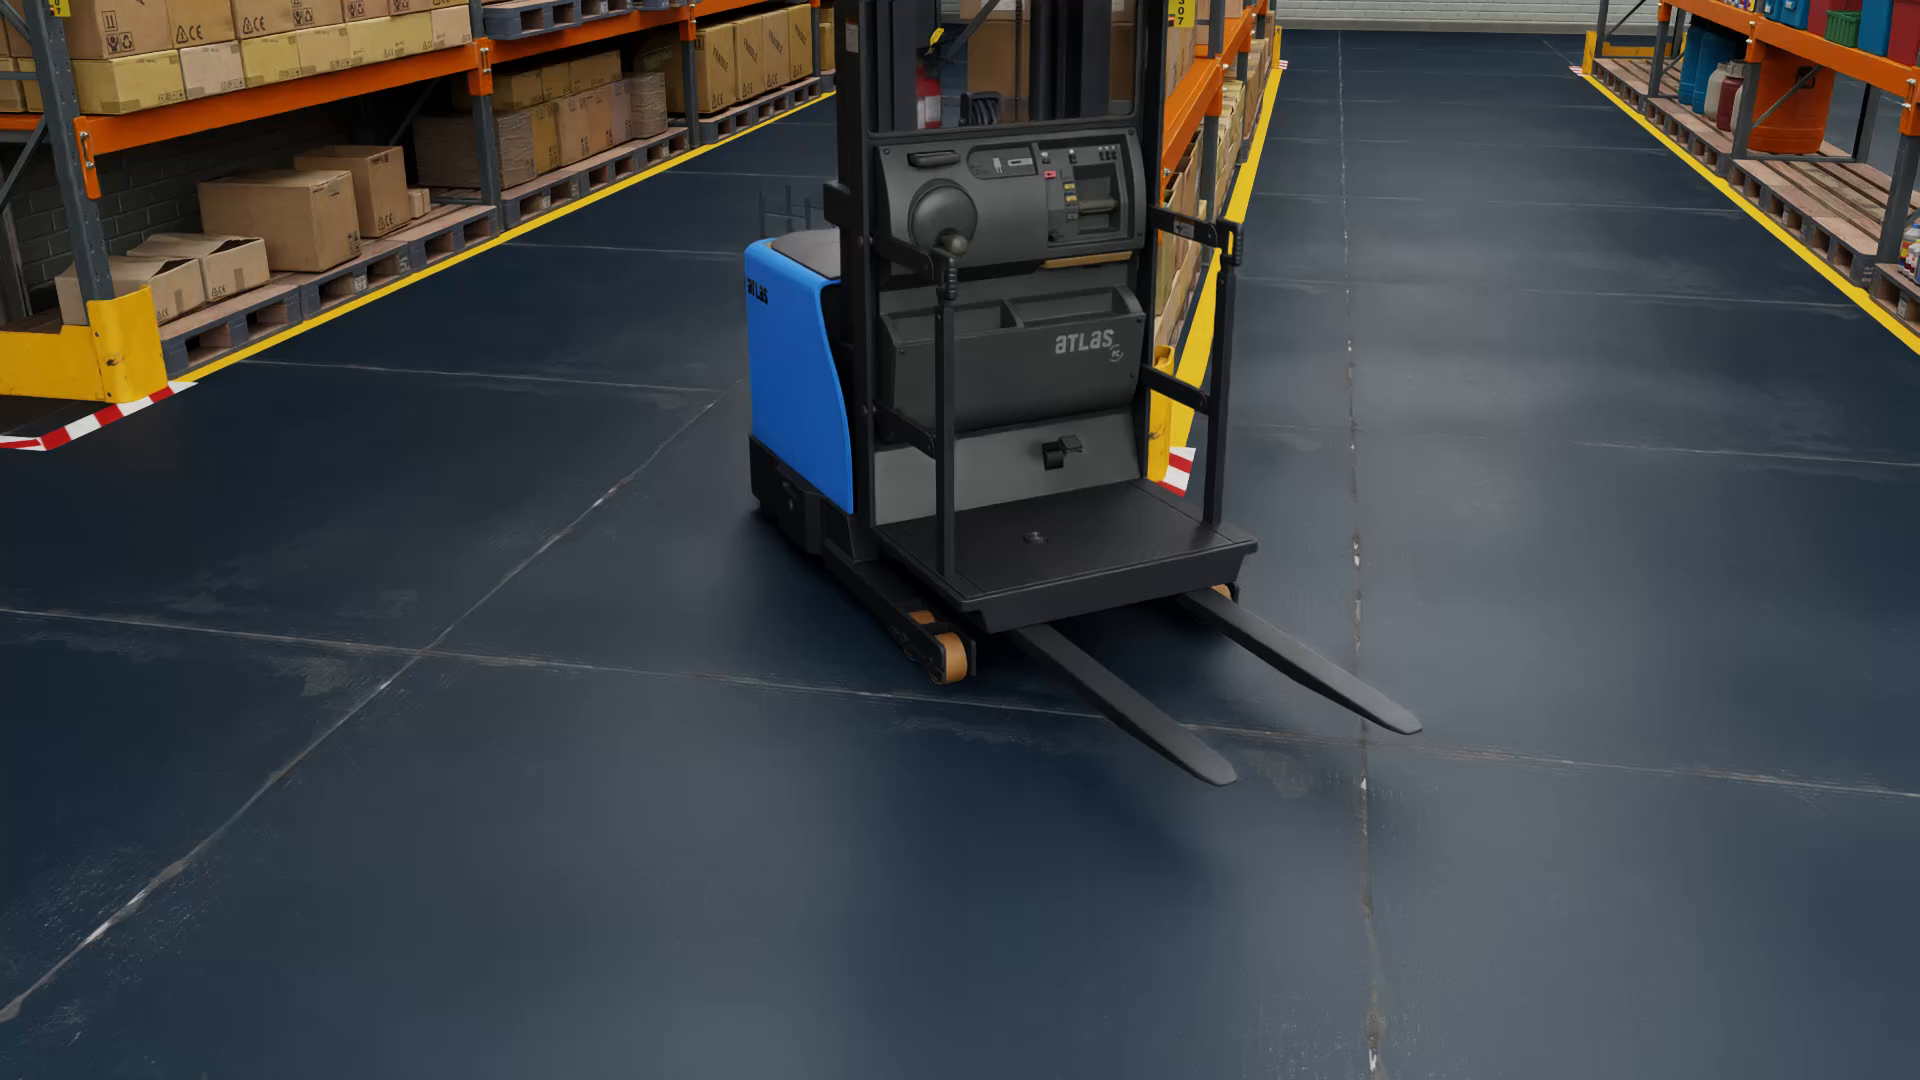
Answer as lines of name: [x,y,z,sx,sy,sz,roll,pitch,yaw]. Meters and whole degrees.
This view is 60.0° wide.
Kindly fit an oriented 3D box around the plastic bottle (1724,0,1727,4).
plastic bottle: [6.688,-4.755,14.411,0.097,0.201,0.097,0,22,0]

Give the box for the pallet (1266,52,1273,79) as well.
pallet: [3.402,-5.984,20.930,1.003,0.211,1.213,4,22,11]

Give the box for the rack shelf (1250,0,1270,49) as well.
rack shelf: [2.355,-5.069,15.888,1.077,0.370,4.000,4,22,11]

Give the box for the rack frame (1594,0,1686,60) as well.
rack frame: [8.428,-7.218,20.261,1.000,3.000,0.127,4,22,11]

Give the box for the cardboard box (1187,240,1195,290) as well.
cardboard box: [1.051,-1.575,9.369,0.500,0.250,0.500,4,22,11]

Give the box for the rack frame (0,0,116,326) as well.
rack frame: [-4.536,-2.122,7.607,1.000,3.000,0.127,4,22,11]

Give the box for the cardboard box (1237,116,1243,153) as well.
cardboard box: [2.078,-3.380,13.849,0.500,0.250,0.500,5,22,12]

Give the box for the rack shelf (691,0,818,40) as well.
rack shelf: [-2.495,-5.445,16.822,1.077,0.370,4.000,4,22,11]

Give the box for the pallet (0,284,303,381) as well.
pallet: [-4.320,-1.151,8.928,1.003,0.211,1.213,4,22,11]

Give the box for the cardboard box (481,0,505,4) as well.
cardboard box: [-3.582,-4.019,11.594,0.700,0.500,0.500,5,22,11]

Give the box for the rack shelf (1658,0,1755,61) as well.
rack shelf: [7.203,-4.690,14.947,1.077,0.370,4.000,4,22,11]

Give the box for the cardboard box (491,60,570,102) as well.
cardboard box: [-3.397,-3.599,13.029,0.500,0.250,0.500,4,22,9]

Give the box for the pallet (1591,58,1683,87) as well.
pallet: [8.221,-5.626,20.040,1.003,0.211,1.213,4,22,11]

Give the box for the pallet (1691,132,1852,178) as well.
pallet: [6.915,-3.290,14.241,1.003,0.211,1.213,4,22,11]

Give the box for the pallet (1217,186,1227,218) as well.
pallet: [1.490,-2.635,12.613,1.003,0.211,1.213,4,22,11]

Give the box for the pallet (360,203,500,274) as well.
pallet: [-3.822,-2.043,11.144,1.003,0.211,1.213,4,22,11]

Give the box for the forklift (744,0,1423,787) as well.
forklift: [0.277,-1.092,5.142,1.130,2.935,3.031,-11,24,-25]

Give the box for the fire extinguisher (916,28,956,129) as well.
fire extinguisher: [-0.164,-1.702,6.668,0.296,0.674,0.183,4,22,11]

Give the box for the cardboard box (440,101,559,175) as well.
cardboard box: [-3.529,-3.093,12.774,0.700,0.500,0.500,4,22,10]

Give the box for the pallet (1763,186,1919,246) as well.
pallet: [6.348,-2.274,11.717,1.003,0.211,1.213,4,22,11]

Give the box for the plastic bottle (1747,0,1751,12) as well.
plastic bottle: [6.502,-4.421,13.583,0.097,0.201,0.097,0,22,0]

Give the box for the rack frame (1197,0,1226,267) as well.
rack frame: [1.131,-3.208,10.305,1.000,3.000,0.127,4,22,11]

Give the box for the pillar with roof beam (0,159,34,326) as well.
pillar with roof beam: [-1.025,-4.898,6.471,9.100,9.000,0.400,4,22,11]

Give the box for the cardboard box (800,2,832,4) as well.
cardboard box: [-1.795,-6.551,20.519,0.380,0.149,0.250,4,22,10]

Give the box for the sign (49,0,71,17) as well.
sign: [-4.005,-2.482,7.343,0.100,0.325,0.005,4,22,11]

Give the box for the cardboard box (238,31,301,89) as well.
cardboard box: [-3.924,-2.593,8.950,0.500,0.250,0.500,4,22,10]

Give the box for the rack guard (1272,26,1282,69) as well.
rack guard: [3.564,-6.410,21.600,1.175,0.500,0.348,4,22,11]

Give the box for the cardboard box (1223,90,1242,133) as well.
cardboard box: [1.981,-3.450,13.272,0.500,0.311,0.500,4,22,10]

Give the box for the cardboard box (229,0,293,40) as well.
cardboard box: [-3.922,-2.930,8.783,0.500,0.500,0.500,4,22,9]

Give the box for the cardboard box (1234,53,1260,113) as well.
cardboard box: [2.630,-4.427,16.087,0.500,0.500,0.500,4,22,9]

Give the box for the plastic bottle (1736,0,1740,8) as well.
plastic bottle: [6.588,-4.610,13.956,0.097,0.271,0.097,0,22,0]

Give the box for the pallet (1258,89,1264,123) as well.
pallet: [2.634,-4.540,17.345,1.003,0.211,1.213,4,22,11]

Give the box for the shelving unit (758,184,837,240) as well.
shelving unit: [-0.643,-0.823,6.791,0.258,1.200,0.189,12,25,27]

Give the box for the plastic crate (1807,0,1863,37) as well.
plastic crate: [6.166,-3.754,11.575,0.402,0.464,0.583,4,22,11]

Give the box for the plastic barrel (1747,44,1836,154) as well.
plastic barrel: [6.878,-3.661,13.771,0.600,0.830,0.708,4,22,11]

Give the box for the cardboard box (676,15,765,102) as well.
cardboard box: [-2.440,-4.824,16.632,0.750,0.750,0.750,4,22,11]

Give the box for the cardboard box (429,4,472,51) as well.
cardboard box: [-3.520,-3.328,10.776,0.500,0.250,0.500,5,22,11]

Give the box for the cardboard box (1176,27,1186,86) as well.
cardboard box: [0.839,-2.715,8.947,0.700,0.500,0.500,5,22,12]

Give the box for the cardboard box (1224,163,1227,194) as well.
cardboard box: [1.664,-2.633,11.994,0.500,0.250,0.500,4,22,9]

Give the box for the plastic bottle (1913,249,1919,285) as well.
plastic bottle: [5.446,-1.567,9.285,0.152,0.276,0.135,5,23,13]

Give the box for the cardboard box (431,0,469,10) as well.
cardboard box: [-3.513,-3.676,10.636,0.500,0.500,0.500,4,22,11]

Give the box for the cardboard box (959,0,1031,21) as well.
cardboard box: [0.206,-2.247,6.916,0.380,0.149,0.250,4,22,10]

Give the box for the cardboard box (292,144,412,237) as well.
cardboard box: [-3.892,-2.247,10.674,0.500,0.500,0.500,3,22,7]

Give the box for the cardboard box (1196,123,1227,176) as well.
cardboard box: [1.566,-2.703,11.417,0.500,0.311,0.500,4,22,10]

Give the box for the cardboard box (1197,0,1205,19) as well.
cardboard box: [1.411,-3.727,11.459,0.500,0.500,0.500,6,23,15]

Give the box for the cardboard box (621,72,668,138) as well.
cardboard box: [-2.999,-3.825,14.593,0.700,0.500,0.500,5,22,12]

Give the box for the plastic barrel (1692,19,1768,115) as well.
plastic barrel: [7.339,-4.520,15.808,0.600,0.901,0.708,4,22,11]

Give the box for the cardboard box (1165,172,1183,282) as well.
cardboard box: [0.831,-1.559,8.323,0.500,0.500,0.500,4,22,11]

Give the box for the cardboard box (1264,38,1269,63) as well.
cardboard box: [3.486,-5.963,20.236,0.500,0.250,0.500,4,22,11]

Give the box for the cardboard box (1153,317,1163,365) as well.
cardboard box: [0.642,-0.844,7.553,0.500,0.250,0.500,4,22,11]
